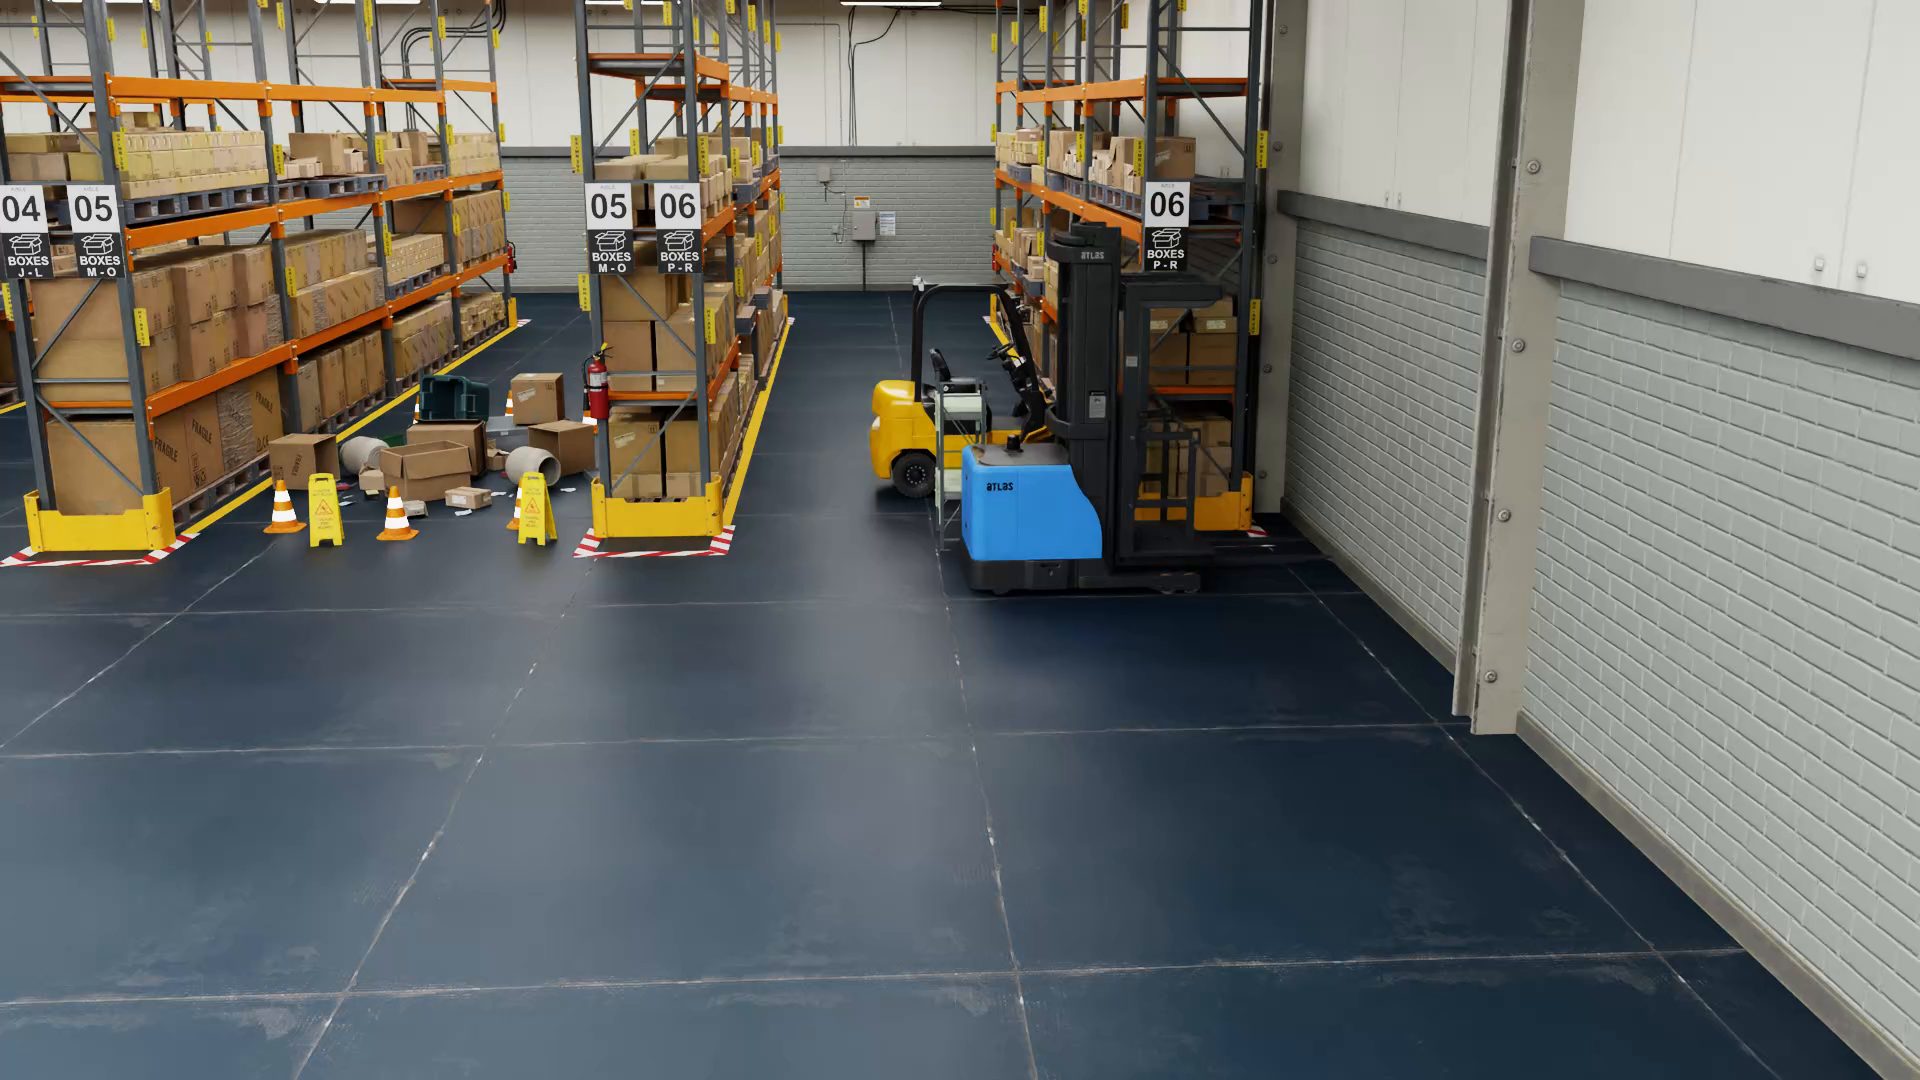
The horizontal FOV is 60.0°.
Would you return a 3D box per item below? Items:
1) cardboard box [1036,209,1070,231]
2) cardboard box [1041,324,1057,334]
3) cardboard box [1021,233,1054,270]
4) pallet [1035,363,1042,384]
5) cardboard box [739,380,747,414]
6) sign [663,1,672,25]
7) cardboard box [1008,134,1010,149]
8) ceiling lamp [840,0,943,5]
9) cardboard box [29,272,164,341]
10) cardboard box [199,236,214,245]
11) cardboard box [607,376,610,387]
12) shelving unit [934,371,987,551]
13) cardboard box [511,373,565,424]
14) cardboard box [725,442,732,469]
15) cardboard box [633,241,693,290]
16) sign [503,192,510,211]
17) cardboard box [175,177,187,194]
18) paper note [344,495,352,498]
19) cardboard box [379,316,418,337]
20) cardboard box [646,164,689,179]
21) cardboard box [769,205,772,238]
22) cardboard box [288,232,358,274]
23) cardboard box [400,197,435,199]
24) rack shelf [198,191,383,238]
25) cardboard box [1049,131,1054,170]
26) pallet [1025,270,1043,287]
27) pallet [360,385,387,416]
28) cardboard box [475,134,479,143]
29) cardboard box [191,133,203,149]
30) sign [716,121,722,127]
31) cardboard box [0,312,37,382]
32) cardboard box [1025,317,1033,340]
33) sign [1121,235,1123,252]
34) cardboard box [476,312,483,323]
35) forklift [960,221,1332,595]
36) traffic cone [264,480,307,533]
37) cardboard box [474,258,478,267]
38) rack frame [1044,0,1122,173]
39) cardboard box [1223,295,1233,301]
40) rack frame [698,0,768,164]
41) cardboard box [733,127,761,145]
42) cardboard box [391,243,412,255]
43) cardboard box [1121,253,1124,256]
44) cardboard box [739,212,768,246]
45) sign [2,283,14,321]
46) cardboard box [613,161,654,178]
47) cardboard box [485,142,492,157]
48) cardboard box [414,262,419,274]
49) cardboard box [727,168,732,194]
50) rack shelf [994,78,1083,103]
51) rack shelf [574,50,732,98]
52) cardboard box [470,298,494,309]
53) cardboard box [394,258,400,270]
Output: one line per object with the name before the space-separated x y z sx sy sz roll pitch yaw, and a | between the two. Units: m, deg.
cardboard box | 1.580 -5.377 28.328 0.500 0.500 0.500 -1 14 -5
cardboard box | 1.371 -2.999 23.759 0.380 0.149 0.250 -2 15 -6
cardboard box | 1.294 -4.372 25.180 0.700 0.500 0.500 -1 14 -4
pallet | 1.646 -2.409 24.190 1.003 0.211 1.213 -1 14 -3
cardboard box | -3.135 -1.741 20.427 0.950 0.372 0.625 0 14 0
sign | -3.853 -6.921 21.896 0.100 0.325 0.005 -1 14 -3
cardboard box | 1.072 -6.708 27.984 0.500 0.250 0.500 -1 14 -2
ceiling lamp | -1.331 -11.926 31.827 2.000 3.185 0.800 -1 14 -3
cardboard box | -7.722 -2.093 14.897 0.875 0.550 0.550 -1 14 -3
cardboard box | -13.360 -5.161 28.994 0.500 0.250 0.500 -1 14 -4
cardboard box | -3.167 -1.536 15.702 0.380 0.149 0.250 -1 14 -4
shelving unit | 0.000 -0.725 15.057 0.431 1.500 0.755 -1 14 -3
cardboard box | -4.826 -1.622 19.032 0.500 0.500 0.500 -1 14 -3
cardboard box | -2.648 -0.845 17.191 0.500 0.250 0.500 0 14 0
cardboard box | -3.231 -2.938 17.843 0.700 0.500 0.500 -1 14 -3
sign | -8.174 -6.101 29.985 0.100 0.325 0.005 -1 14 -3
cardboard box | -7.502 -3.329 15.609 0.380 0.149 0.250 -1 14 -3
paper note | -6.235 -0.440 16.939 0.032 0.001 0.123 7 16 26
cardboard box | -8.066 -3.052 23.759 0.500 0.250 0.500 -1 14 -4
cardboard box | -2.622 -3.315 14.998 0.380 0.149 0.250 -1 14 -4
cardboard box | -3.360 -5.271 27.510 0.500 0.500 0.500 -1 14 -4
cardboard box | -8.183 -3.689 21.362 0.700 0.500 0.500 -1 14 -4
cardboard box | -8.818 -5.307 27.052 0.500 0.500 0.500 -1 14 -5
rack shelf | -8.110 -4.001 20.205 1.077 0.370 4.000 -1 14 -3
cardboard box | 1.456 -5.142 21.952 0.500 0.500 0.500 -1 14 -3
pallet | 1.529 -3.964 25.022 1.003 0.211 1.213 -1 14 -3
pallet | -8.260 -1.847 22.003 1.003 0.211 1.213 -1 14 -3
cardboard box | -8.368 -6.802 28.144 0.380 0.149 0.250 -1 14 -2
cardboard box | -7.535 -3.841 16.001 0.380 0.149 0.250 -1 14 -3
sign | -4.349 -7.393 30.030 0.100 0.325 0.005 -1 14 -3
cardboard box | -13.212 -2.689 23.103 1.225 0.875 0.875 -2 15 -6
cardboard box | 1.281 -3.181 25.766 0.500 0.500 0.500 -1 14 -5
sign | 2.208 -4.143 23.011 0.100 0.325 0.005 -1 14 -3
cardboard box | -8.301 -3.772 28.173 0.380 0.149 0.250 -1 14 -4
forklift | 1.550 -1.109 13.676 3.031 2.935 1.130 -1 14 -5
traffic cone | -6.354 -0.330 15.604 0.336 0.463 0.334 -1 14 -3
cardboard box | -8.303 -4.670 27.883 0.380 0.149 0.250 0 14 -1
rack frame | 1.654 -6.479 22.371 1.000 3.000 0.127 -1 14 -3
cardboard box | 2.389 -2.244 15.853 0.380 0.149 0.250 0 14 -2
rack frame | -3.547 -7.396 25.936 1.000 3.000 0.127 -1 14 -3
cardboard box | -3.374 -6.393 26.813 0.500 0.500 0.500 -1 14 -2
cardboard box | -8.152 -4.209 24.056 0.380 0.149 0.250 0 14 -2
cardboard box | 2.004 -3.795 22.477 0.380 0.149 0.250 -1 14 -2
cardboard box | -3.230 -4.787 25.630 0.500 0.500 0.500 -1 14 -2
sign | -8.280 -2.075 14.497 0.100 0.325 0.005 -1 14 -3
cardboard box | -3.095 -3.495 15.697 0.380 0.149 0.250 -1 14 -3
cardboard box | -8.414 -6.768 28.813 0.500 0.250 0.500 -1 14 -5
cardboard box | -8.159 -3.985 24.379 0.380 0.149 0.250 -1 14 -5
cardboard box | -2.755 -3.919 18.146 0.500 0.250 0.500 -1 14 -4
rack shelf | 1.283 -7.621 28.260 1.077 0.370 4.000 -1 14 -3
rack shelf | -2.928 -4.559 16.360 1.077 0.370 4.000 -1 14 -3
cardboard box | -8.318 -4.110 28.888 0.380 0.149 0.250 0 14 -1
cardboard box | -8.102 -3.877 23.363 0.380 0.149 0.250 -1 14 -5
